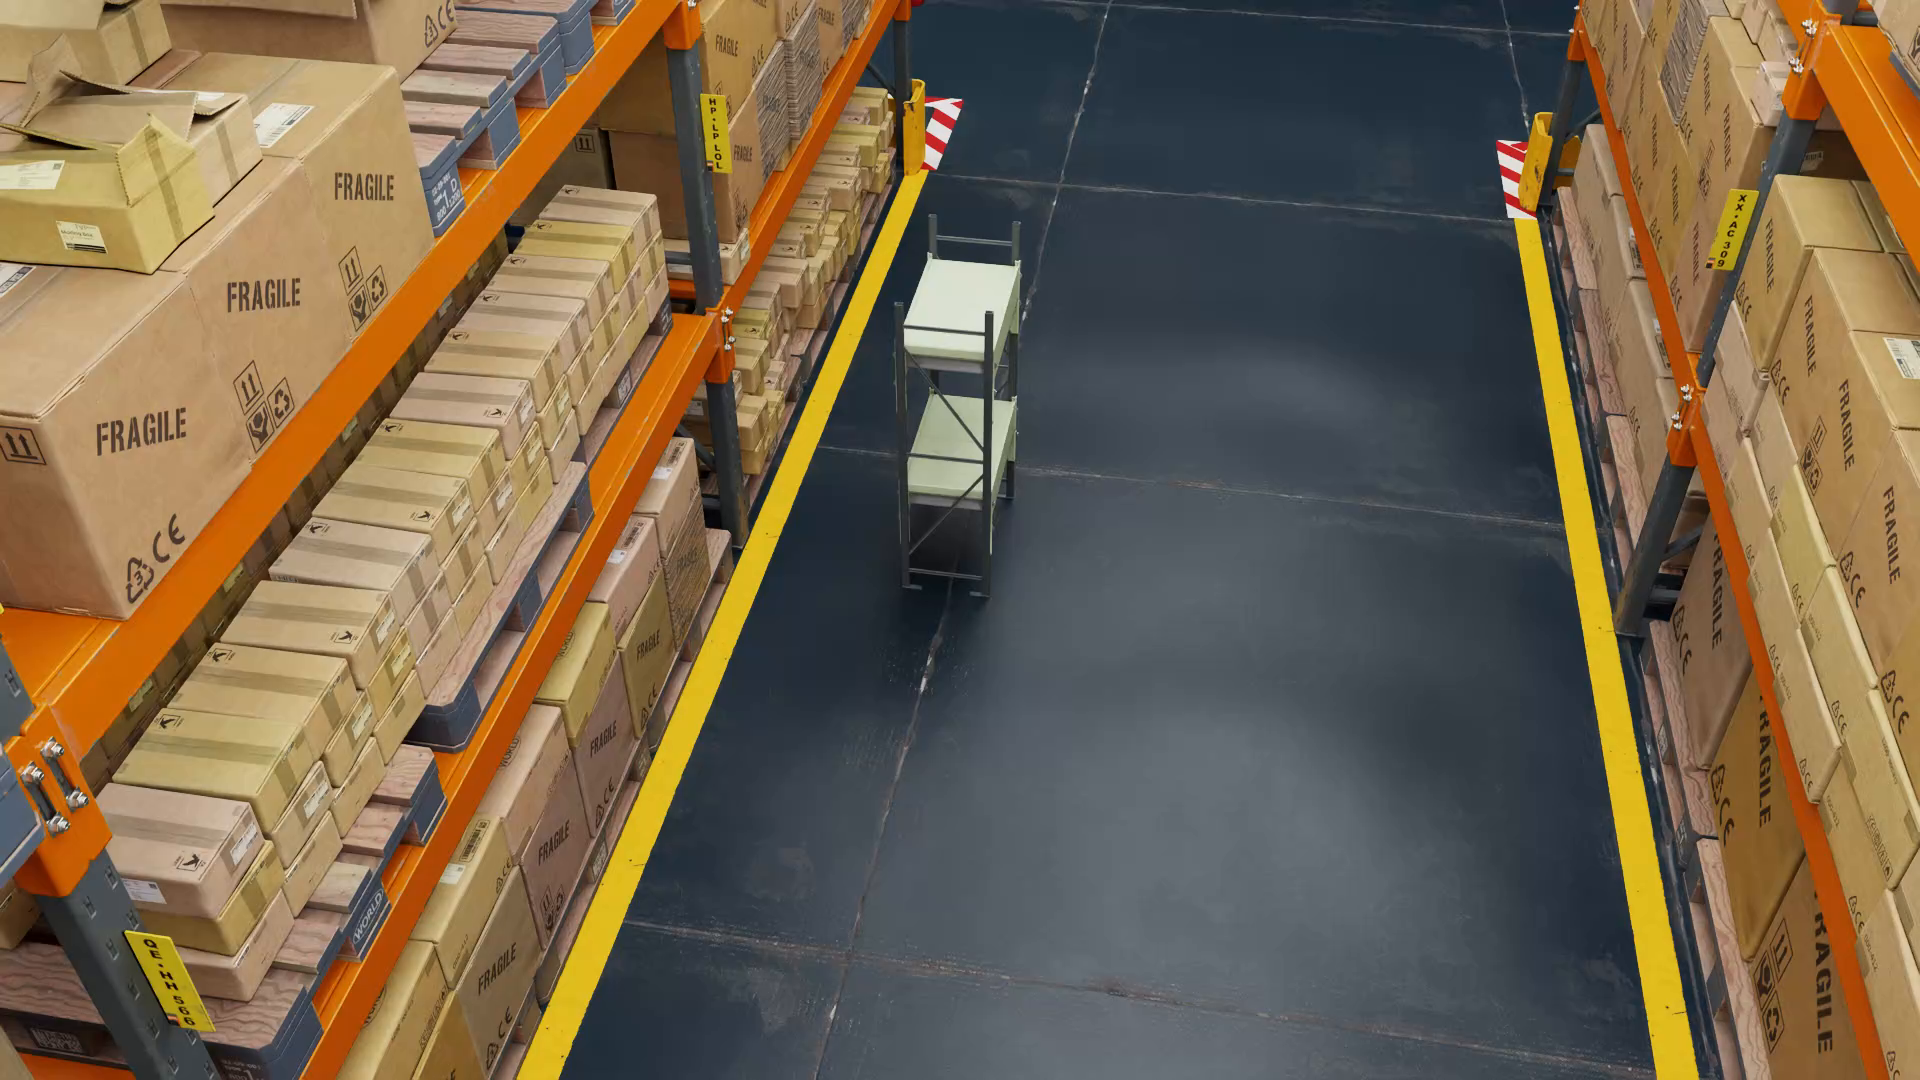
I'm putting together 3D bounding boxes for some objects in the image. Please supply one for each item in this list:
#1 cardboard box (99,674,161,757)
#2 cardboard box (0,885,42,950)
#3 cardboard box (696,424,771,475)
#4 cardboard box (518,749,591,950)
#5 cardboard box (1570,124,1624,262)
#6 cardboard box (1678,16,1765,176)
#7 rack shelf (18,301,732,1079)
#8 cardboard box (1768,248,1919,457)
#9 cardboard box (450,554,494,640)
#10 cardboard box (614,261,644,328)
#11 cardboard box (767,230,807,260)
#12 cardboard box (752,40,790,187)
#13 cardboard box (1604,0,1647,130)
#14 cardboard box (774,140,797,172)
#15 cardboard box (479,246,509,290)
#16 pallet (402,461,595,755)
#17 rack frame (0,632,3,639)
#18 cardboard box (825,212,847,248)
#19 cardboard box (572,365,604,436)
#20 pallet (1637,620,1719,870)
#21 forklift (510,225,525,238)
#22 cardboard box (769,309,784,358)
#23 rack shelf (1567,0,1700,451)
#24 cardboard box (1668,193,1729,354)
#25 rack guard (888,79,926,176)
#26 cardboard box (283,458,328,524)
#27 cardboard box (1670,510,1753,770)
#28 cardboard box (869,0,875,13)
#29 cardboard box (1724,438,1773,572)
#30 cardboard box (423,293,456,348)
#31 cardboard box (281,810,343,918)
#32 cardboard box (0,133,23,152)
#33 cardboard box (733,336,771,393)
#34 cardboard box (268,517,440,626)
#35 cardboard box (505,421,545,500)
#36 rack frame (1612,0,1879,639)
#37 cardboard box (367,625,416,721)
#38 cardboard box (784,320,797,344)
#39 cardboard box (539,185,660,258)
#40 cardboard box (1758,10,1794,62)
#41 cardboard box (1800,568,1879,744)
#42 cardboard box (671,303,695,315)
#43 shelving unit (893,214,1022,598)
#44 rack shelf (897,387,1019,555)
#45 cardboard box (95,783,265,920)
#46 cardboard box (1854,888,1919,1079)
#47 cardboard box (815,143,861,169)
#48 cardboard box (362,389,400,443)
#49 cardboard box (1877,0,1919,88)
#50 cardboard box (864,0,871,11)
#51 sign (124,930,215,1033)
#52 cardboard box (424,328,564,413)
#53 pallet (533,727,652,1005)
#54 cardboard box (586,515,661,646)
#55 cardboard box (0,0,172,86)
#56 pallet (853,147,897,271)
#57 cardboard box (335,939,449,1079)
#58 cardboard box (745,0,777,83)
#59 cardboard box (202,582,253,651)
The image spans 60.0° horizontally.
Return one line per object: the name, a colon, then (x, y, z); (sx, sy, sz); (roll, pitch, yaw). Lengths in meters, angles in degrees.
cardboard box: (-2.468, 0.438, 4.598); (0.380, 0.149, 0.250); (7, 40, 9)
cardboard box: (-2.559, 0.885, 4.290); (0.380, 0.149, 0.250); (7, 40, 8)
cardboard box: (-1.120, -0.456, 7.952); (0.380, 0.149, 0.250); (5, 40, 6)
cardboard box: (-1.651, 1.058, 5.846); (0.500, 0.500, 0.500); (5, 40, 7)
cardboard box: (4.069, -1.977, 9.565); (0.875, 0.438, 0.875); (5, 40, 6)
cardboard box: (3.298, -1.785, 6.789); (0.500, 0.500, 0.500); (6, 40, 7)
rack shelf: (-1.846, 0.333, 5.655); (1.077, 0.370, 4.000); (6, 40, 8)
cardboard box: (2.973, -0.574, 5.324); (0.500, 0.500, 0.500); (6, 40, 7)
cardboard box: (-1.688, 0.155, 5.173); (0.380, 0.149, 0.250); (7, 40, 8)
cardboard box: (-1.419, -0.942, 6.267); (0.380, 0.149, 0.250); (7, 40, 8)
cardboard box: (-1.022, -1.513, 8.764); (0.380, 0.149, 0.250); (5, 40, 6)
cardboard box: (-1.087, -1.947, 7.536); (0.500, 0.500, 0.500); (6, 40, 8)
cardboard box: (3.553, -2.359, 8.267); (0.500, 0.500, 0.500); (6, 40, 7)
cardboard box: (-1.002, -1.909, 7.999); (0.380, 0.149, 0.250); (7, 40, 8)
cardboard box: (-2.021, -1.068, 6.652); (0.380, 0.149, 0.250); (5, 40, 6)
pallet: (-1.890, 0.138, 5.477); (1.003, 0.211, 1.213); (6, 40, 8)
rack frame: (-2.192, -1.002, 1.996); (1.000, 3.000, 0.127); (6, 40, 8)
cardboard box: (-0.846, -1.714, 9.240); (0.380, 0.149, 0.250); (8, 40, 10)
cardboard box: (-1.507, -0.517, 5.986); (0.380, 0.149, 0.250); (4, 40, 5)
pallet: (3.334, 0.850, 6.653); (1.003, 0.211, 1.213); (6, 40, 8)
forklift: (-3.145, -1.957, 7.913); (1.130, 2.935, 3.031); (8, 40, 10)
cardboard box: (-1.110, -1.064, 8.455); (0.380, 0.149, 0.250); (4, 40, 5)
rack shelf: (3.739, -1.695, 8.108); (1.077, 0.370, 4.000); (6, 40, 8)
cardboard box: (3.222, -1.075, 6.715); (0.500, 0.500, 0.500); (7, 40, 8)
rack guard: (-0.821, -2.699, 10.719); (1.175, 0.500, 0.348); (6, 40, 8)
cardboard box: (-2.290, -0.201, 5.370); (0.380, 0.149, 0.250); (6, 40, 7)
cardboard box: (3.364, 0.338, 6.422); (0.875, 0.875, 0.875); (8, 40, 9)
cardboard box: (-0.694, -3.067, 9.399); (0.380, 0.149, 0.250); (6, 40, 7)
cardboard box: (2.969, -0.088, 5.716); (0.500, 0.250, 0.500); (5, 40, 7)
cardboard box: (-2.108, -0.858, 6.165); (0.380, 0.149, 0.250); (7, 40, 9)
cardboard box: (-1.869, 0.819, 4.370); (0.380, 0.149, 0.250); (8, 40, 10)
cardboard box: (-2.270, -0.586, 3.769); (0.500, 0.500, 0.500); (6, 40, 8)
cardboard box: (-1.130, -0.852, 7.964); (0.380, 0.149, 0.250); (8, 40, 10)
cardboard box: (-1.739, 0.089, 4.786); (0.380, 0.149, 0.250); (8, 40, 10)
cardboard box: (-1.599, -0.280, 5.466); (0.380, 0.149, 0.250); (7, 40, 8)
rack frame: (3.393, -0.717, 6.360); (1.000, 3.000, 0.127); (6, 40, 8)
cardboard box: (-1.780, 0.353, 4.700); (0.380, 0.149, 0.250); (7, 40, 8)
cardboard box: (-1.076, -1.122, 8.758); (0.380, 0.149, 0.250); (5, 40, 6)
cardboard box: (-1.377, -1.221, 6.370); (0.380, 0.149, 0.250); (8, 40, 10)
cardboard box: (3.338, -1.929, 6.453); (0.380, 0.149, 0.250); (6, 40, 8)
cardboard box: (2.778, 0.354, 4.789); (0.500, 0.250, 0.500); (5, 40, 6)
cardboard box: (-1.532, -1.220, 8.409); (0.380, 0.149, 0.250); (8, 40, 9)
shelving unit: (-0.001, -0.574, 7.364); (0.431, 1.500, 0.755); (6, 40, 8)
rack shelf: (-0.001, -0.323, 7.572); (0.431, 0.370, 0.720); (6, 40, 8)
cardboard box: (-1.920, 0.745, 3.993); (0.380, 0.149, 0.250); (6, 40, 8)
cardboard box: (2.606, 1.182, 4.180); (0.500, 0.250, 0.500); (7, 40, 8)
cardboard box: (-0.777, -2.159, 9.545); (0.380, 0.149, 0.250); (5, 40, 6)
cardboard box: (-2.199, -0.420, 5.868); (0.380, 0.149, 0.250); (5, 40, 6)
cardboard box: (2.955, -1.553, 4.609); (0.500, 0.500, 0.500); (6, 40, 7)
cardboard box: (-0.726, -3.230, 9.088); (0.500, 0.500, 0.500); (6, 40, 7)
sign: (-1.645, 0.923, 3.467); (0.100, 0.325, 0.005); (6, 40, 8)
cardboard box: (-1.561, -0.571, 5.584); (0.380, 0.149, 0.250); (5, 40, 6)
pallet: (-1.842, 1.132, 6.313); (1.003, 0.211, 1.213); (6, 40, 8)
cardboard box: (-1.482, 0.129, 6.380); (0.500, 0.250, 0.500); (8, 40, 10)
cardboard box: (-2.176, -1.271, 3.997); (0.396, 0.266, 0.258); (6, 40, 8)
pallet: (-0.996, -2.082, 10.199); (1.003, 0.211, 1.213); (6, 40, 8)
cardboard box: (-1.834, 1.417, 4.823); (0.500, 0.250, 0.500); (5, 40, 6)
cardboard box: (-1.107, -2.322, 7.204); (0.500, 0.500, 0.500); (5, 40, 6)
cardboard box: (-2.379, 0.243, 5.066); (0.380, 0.149, 0.250); (5, 40, 6)
